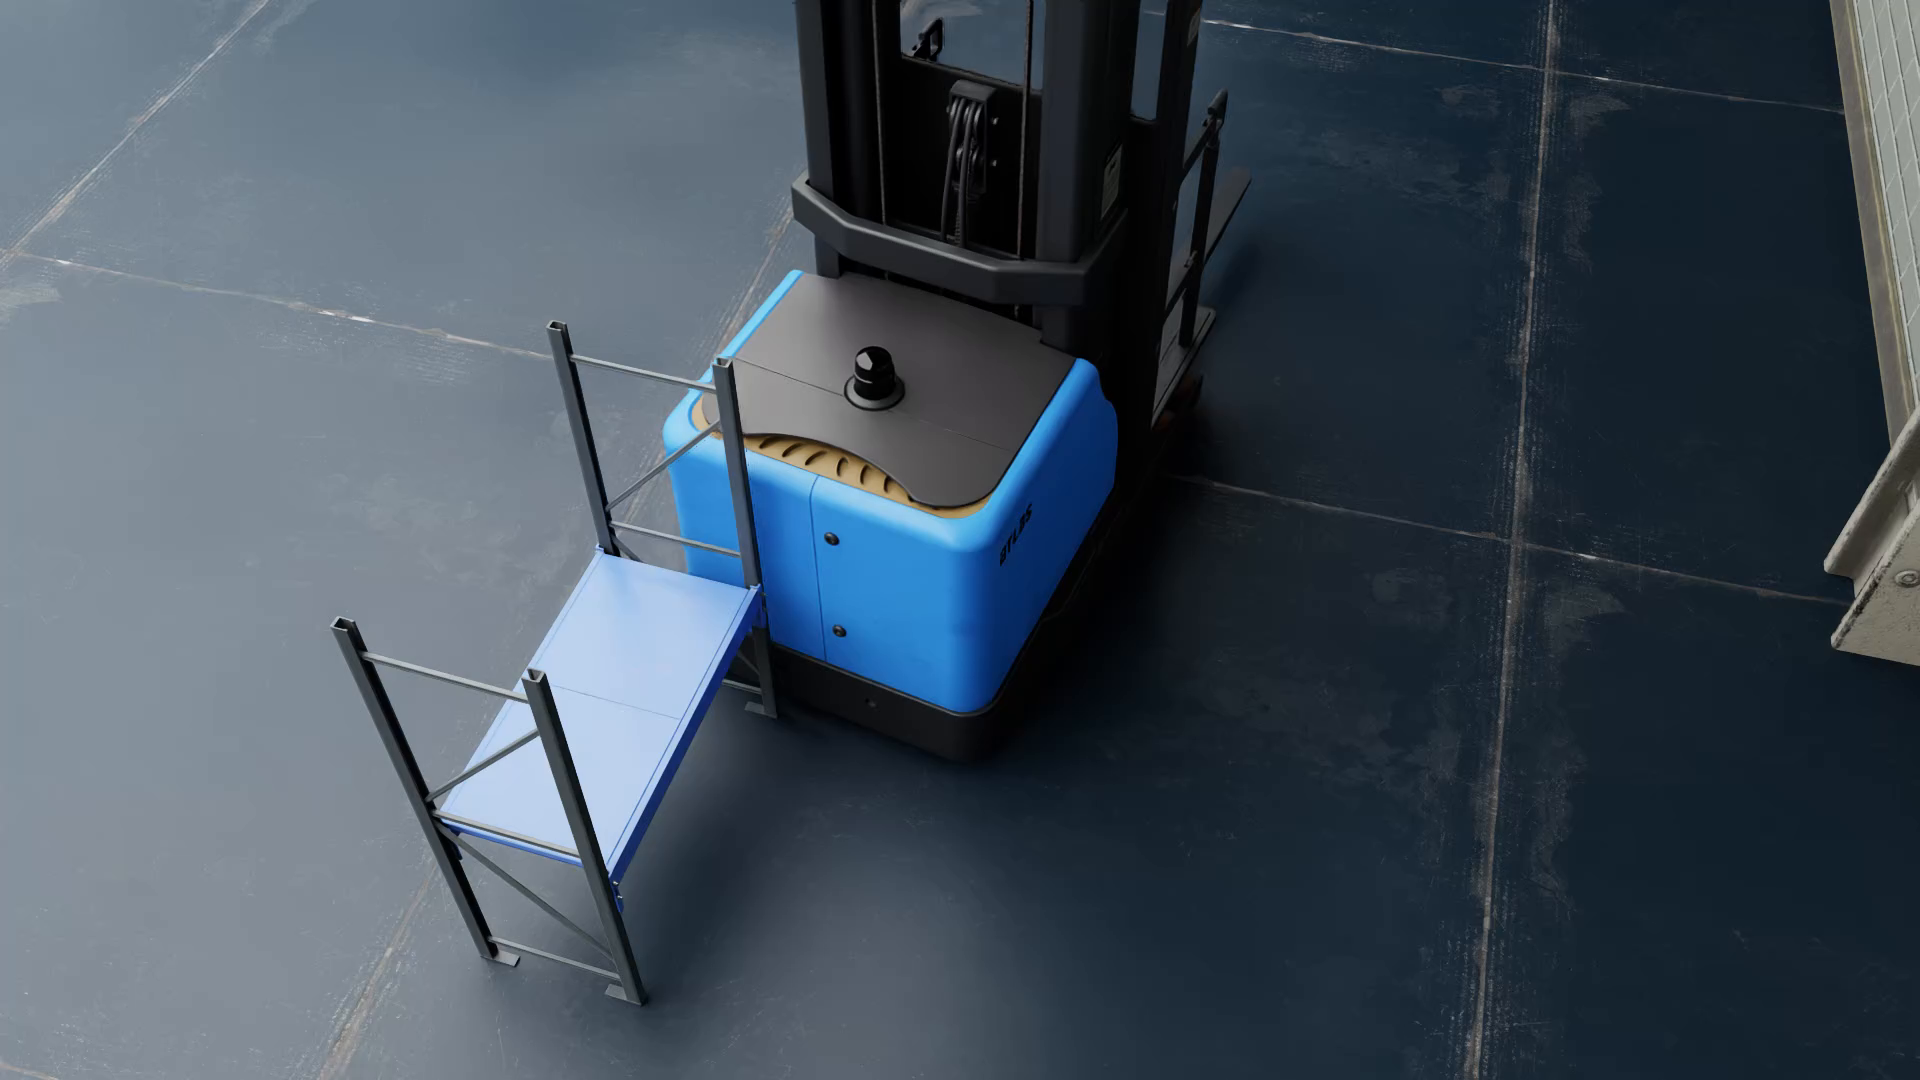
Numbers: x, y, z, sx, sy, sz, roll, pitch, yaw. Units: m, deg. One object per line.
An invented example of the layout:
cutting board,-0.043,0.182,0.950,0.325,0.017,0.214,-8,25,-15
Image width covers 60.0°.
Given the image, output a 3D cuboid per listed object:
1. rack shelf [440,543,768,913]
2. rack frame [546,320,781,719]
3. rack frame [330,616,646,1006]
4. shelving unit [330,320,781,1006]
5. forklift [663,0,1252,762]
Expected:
rack shelf,-0.963,0.484,4.563,0.538,0.185,1.000,13,50,11
rack frame,-0.810,0.001,4.749,0.500,1.500,0.032,13,50,11
rack frame,-1.116,0.728,4.107,0.500,1.500,0.032,13,50,11
shelving unit,-0.963,0.365,4.428,0.538,1.500,1.048,13,50,11
forklift,0.240,-1.414,5.043,1.130,2.935,3.031,20,51,16
